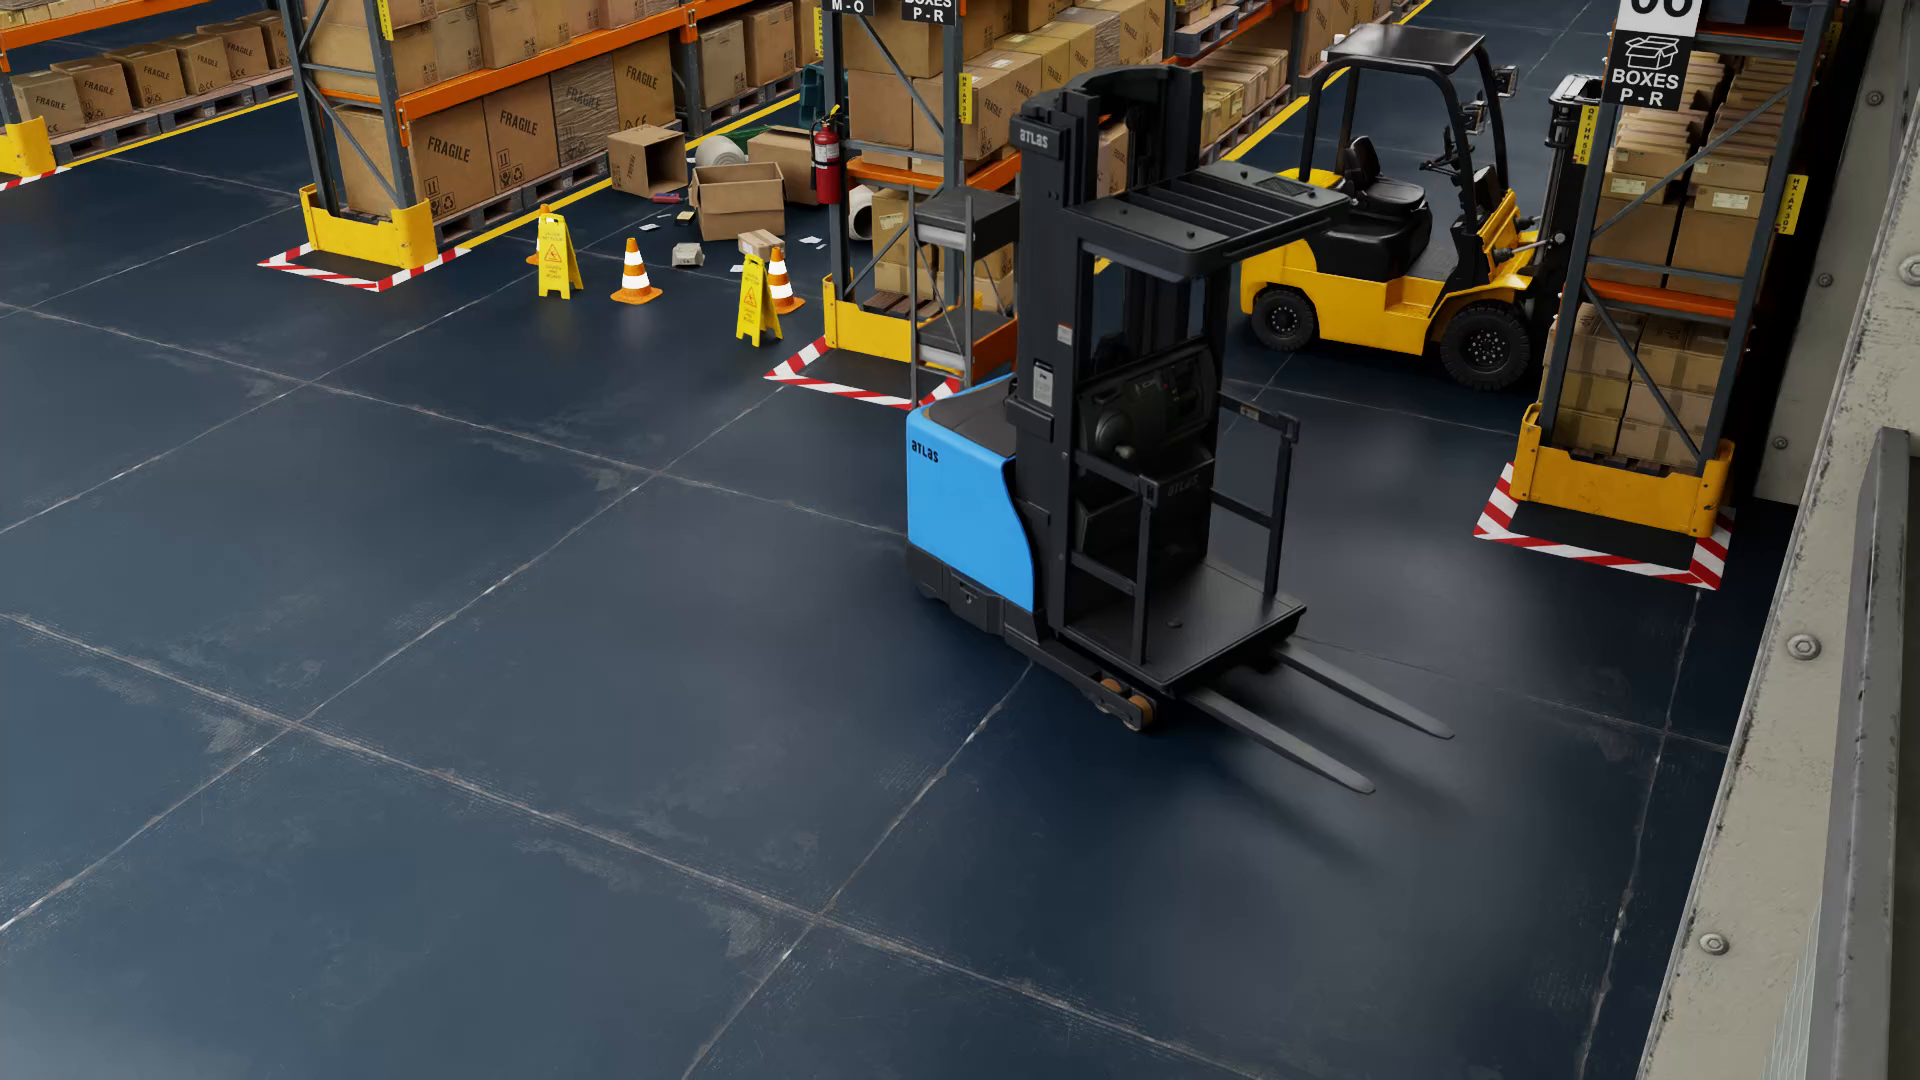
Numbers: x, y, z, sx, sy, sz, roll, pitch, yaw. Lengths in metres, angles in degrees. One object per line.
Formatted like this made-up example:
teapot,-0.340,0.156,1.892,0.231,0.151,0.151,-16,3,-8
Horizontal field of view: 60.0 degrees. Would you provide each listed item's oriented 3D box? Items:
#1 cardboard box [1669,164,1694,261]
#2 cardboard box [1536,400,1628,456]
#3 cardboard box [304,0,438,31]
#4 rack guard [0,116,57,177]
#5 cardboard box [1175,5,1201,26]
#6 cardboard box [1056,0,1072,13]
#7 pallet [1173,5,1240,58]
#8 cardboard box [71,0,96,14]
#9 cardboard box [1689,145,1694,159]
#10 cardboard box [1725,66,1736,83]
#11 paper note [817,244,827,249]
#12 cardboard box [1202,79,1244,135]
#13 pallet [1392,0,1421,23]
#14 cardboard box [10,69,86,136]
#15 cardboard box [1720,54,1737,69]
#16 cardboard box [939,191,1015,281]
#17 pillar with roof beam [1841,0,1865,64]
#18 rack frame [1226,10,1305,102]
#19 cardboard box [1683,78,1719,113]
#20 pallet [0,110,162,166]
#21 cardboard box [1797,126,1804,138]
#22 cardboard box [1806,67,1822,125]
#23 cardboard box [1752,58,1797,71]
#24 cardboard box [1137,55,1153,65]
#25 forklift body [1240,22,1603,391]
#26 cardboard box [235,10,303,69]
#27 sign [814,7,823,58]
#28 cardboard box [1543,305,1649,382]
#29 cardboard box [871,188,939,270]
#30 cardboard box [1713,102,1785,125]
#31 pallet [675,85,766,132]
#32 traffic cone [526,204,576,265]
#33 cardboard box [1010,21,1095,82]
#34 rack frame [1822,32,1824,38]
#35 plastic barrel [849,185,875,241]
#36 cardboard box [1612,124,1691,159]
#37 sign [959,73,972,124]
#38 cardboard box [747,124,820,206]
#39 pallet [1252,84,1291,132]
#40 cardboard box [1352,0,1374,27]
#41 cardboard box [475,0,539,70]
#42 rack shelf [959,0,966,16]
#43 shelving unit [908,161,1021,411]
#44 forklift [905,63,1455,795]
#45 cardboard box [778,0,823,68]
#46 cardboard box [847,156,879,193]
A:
cardboard box,4.204,-2.069,10.241,0.500,0.500,0.500,15,33,25
cardboard box,3.902,-0.790,10.453,0.500,0.250,0.500,15,33,24
cardboard box,-4.700,-4.412,13.186,0.875,0.550,0.550,14,33,23
rack guard,-9.239,-3.843,15.940,1.175,0.500,0.348,14,33,23
cardboard box,1.904,-4.665,14.691,0.380,0.149,0.250,15,33,24
cardboard box,0.473,-4.440,13.067,0.700,0.500,0.500,14,33,22
pallet,1.849,-4.641,15.012,1.003,0.211,1.213,14,33,23
cardboard box,-8.577,-5.186,16.021,0.380,0.149,0.250,14,33,23
cardboard box,4.263,-2.391,10.150,0.380,0.149,0.250,14,33,23
cardboard box,5.357,-3.200,12.209,0.500,0.500,0.500,13,32,22
paper note,-1.172,-2.483,14.064,0.032,0.001,0.123,14,33,23
cardboard box,2.247,-4.322,16.481,0.950,0.372,0.625,15,33,25
pallet,5.431,-7.075,21.858,1.003,0.211,1.213,14,33,23
cardboard box,-8.974,-4.264,16.252,0.500,0.500,0.500,21,36,32
cardboard box,5.235,-3.422,11.646,0.380,0.149,0.250,14,33,22
cardboard box,0.173,-2.265,12.269,0.500,0.500,0.500,13,32,22
pillar with roof beam,6.723,-10.523,19.038,9.100,9.000,0.400,14,33,23
rack frame,3.193,-6.191,17.519,1.000,3.000,0.127,14,33,23
cardboard box,4.638,-2.862,10.671,0.380,0.149,0.250,15,33,24
pallet,-8.837,-4.070,16.625,1.003,0.211,1.213,14,33,23
cardboard box,5.004,-2.491,10.323,0.380,0.149,0.250,15,33,25
cardboard box,8.296,-4.501,16.665,0.500,0.500,0.500,14,33,23
cardboard box,5.461,-3.080,11.050,0.380,0.149,0.250,14,33,22
cardboard box,1.388,-3.985,13.930,0.380,0.149,0.250,15,33,24
forklift body,3.209,-2.407,11.782,2.313,2.155,1.214,14,33,23
cardboard box,-7.669,-5.596,18.571,0.500,0.500,0.500,13,32,22
sign,-0.936,-3.419,11.211,0.100,0.325,0.005,14,33,23
cardboard box,3.901,-1.219,10.195,0.500,0.250,0.500,15,33,25
cardboard box,-0.318,-2.374,12.458,0.500,0.500,0.500,15,33,24
cardboard box,4.793,-2.532,10.097,0.380,0.149,0.250,15,33,25
pallet,-2.797,-4.646,17.629,1.003,0.211,1.213,14,33,23
traffic cone,-3.398,-2.536,13.702,0.336,0.463,0.334,14,33,23
cardboard box,0.700,-3.648,12.691,0.500,0.500,0.500,14,33,22
rack frame,5.791,-3.294,12.474,1.000,3.000,0.127,14,33,23
plastic barrel,-0.858,-2.787,14.178,0.421,0.421,0.512,-12,32,-20
cardboard box,4.030,-2.297,9.688,0.380,0.149,0.250,14,33,23
sign,0.032,-2.897,10.914,0.100,0.325,0.005,14,33,23
cardboard box,-1.486,-3.391,15.013,0.797,0.637,0.503,14,33,23
pallet,2.836,-4.636,17.611,1.003,0.211,1.213,14,33,23
cardboard box,4.400,-6.530,19.821,0.875,0.875,0.875,15,33,25
cardboard box,-4.177,-4.431,14.304,0.875,0.550,0.550,14,33,23
rack shelf,0.460,-4.520,12.320,1.077,0.370,4.000,14,33,23
shelving unit,0.031,-1.026,9.428,0.431,2.100,0.503,18,35,29
forklift,1.051,-0.628,7.901,1.130,2.935,3.031,-24,37,-35
cardboard box,-2.012,-5.838,18.742,1.050,0.750,0.750,15,33,24
cardboard box,-0.911,-3.358,15.331,0.258,0.266,0.396,-7,31,-11
